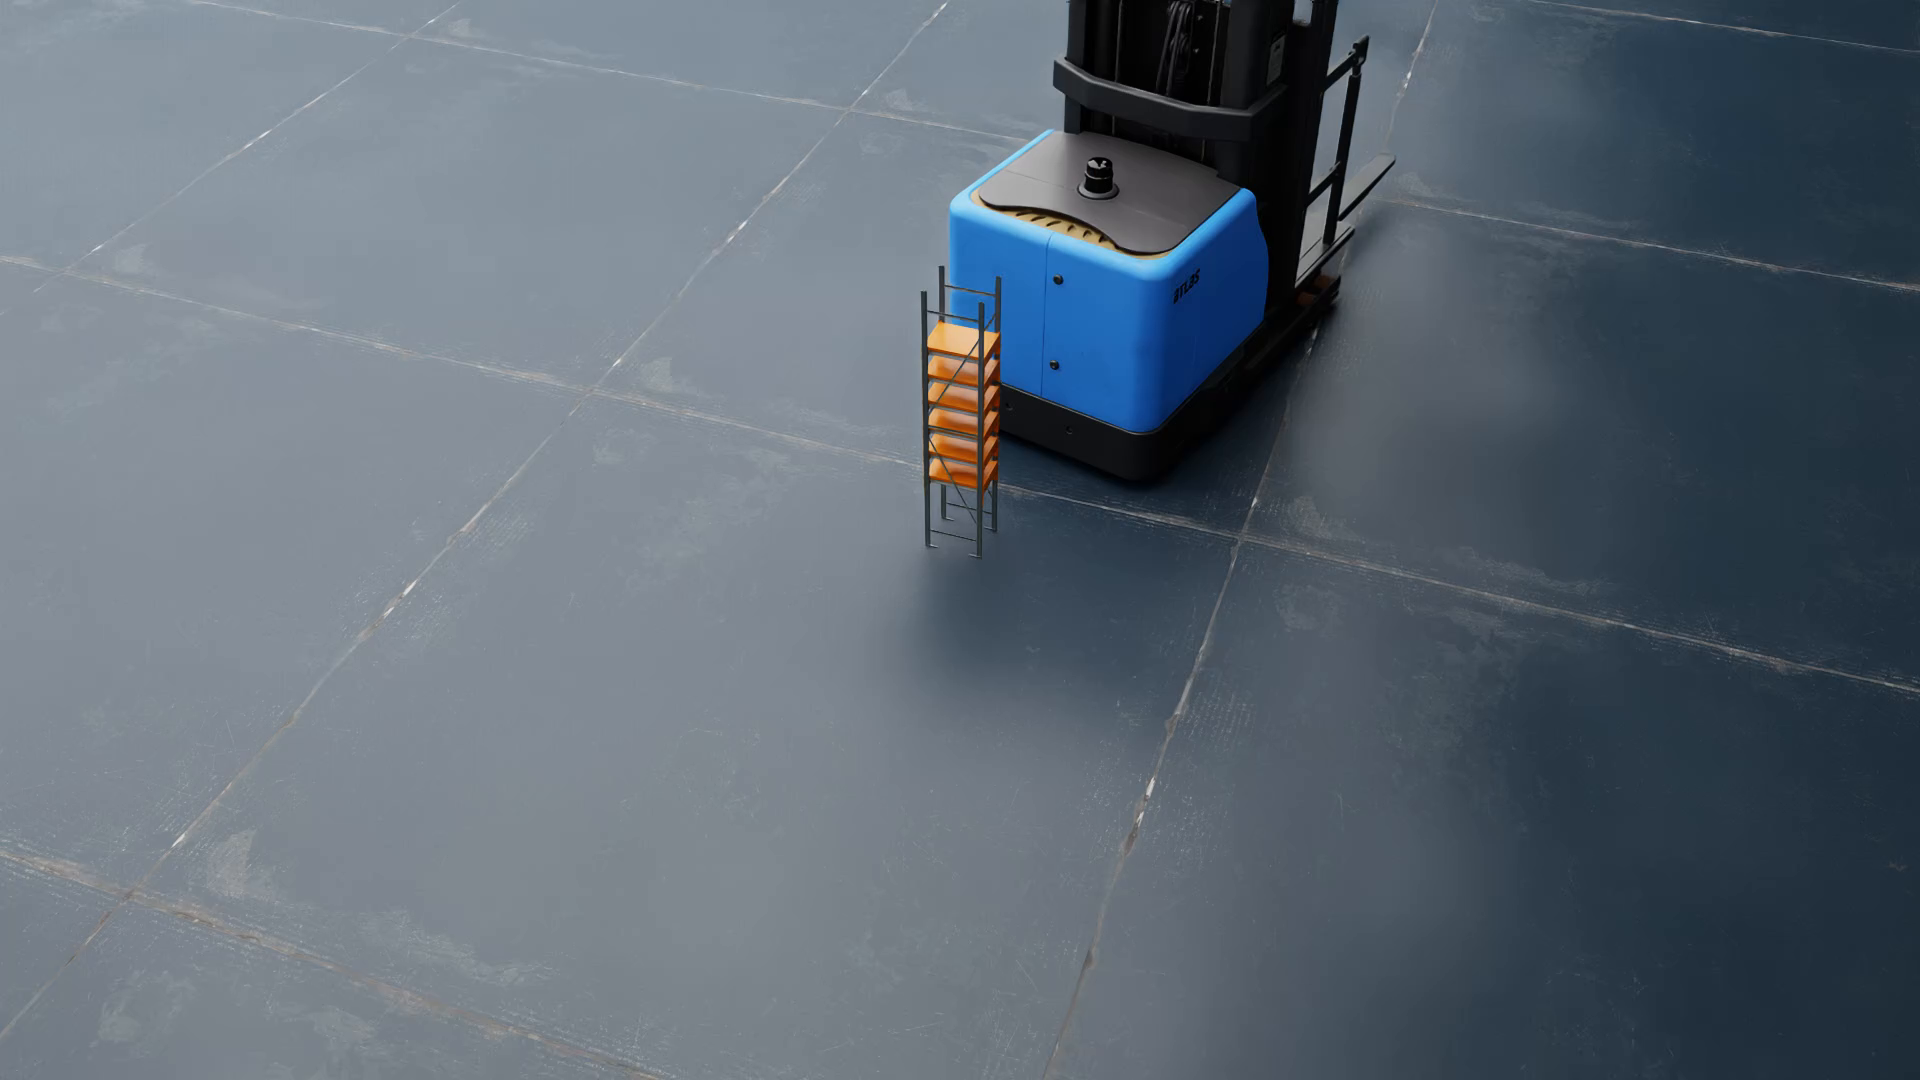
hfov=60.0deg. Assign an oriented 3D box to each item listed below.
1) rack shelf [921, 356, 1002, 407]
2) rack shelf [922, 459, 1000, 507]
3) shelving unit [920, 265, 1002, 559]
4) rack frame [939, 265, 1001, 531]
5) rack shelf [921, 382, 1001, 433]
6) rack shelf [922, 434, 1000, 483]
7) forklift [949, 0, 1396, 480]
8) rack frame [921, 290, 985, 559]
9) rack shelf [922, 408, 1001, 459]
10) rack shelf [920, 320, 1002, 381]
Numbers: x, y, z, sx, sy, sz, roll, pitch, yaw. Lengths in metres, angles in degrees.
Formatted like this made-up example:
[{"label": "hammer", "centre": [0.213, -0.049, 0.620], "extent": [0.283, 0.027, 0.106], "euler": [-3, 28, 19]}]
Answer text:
[{"label": "rack shelf", "centre": [0.005, -0.614, 6.244], "extent": [0.258, 0.103, 0.180], "euler": [13, 42, 15]}, {"label": "rack shelf", "centre": [0.005, -0.249, 6.556], "extent": [0.258, 0.103, 0.180], "euler": [13, 42, 15]}, {"label": "shelving unit", "centre": [0.005, -0.465, 6.371], "extent": [0.258, 1.200, 0.189], "euler": [13, 42, 15]}, {"label": "rack frame", "centre": [0.036, -0.521, 6.436], "extent": [0.240, 1.200, 0.006], "euler": [13, 42, 15]}, {"label": "rack shelf", "centre": [0.005, -0.523, 6.322], "extent": [0.258, 0.103, 0.180], "euler": [13, 42, 15]}, {"label": "rack shelf", "centre": [0.005, -0.340, 6.478], "extent": [0.258, 0.103, 0.180], "euler": [13, 42, 15]}, {"label": "forklift", "centre": [1.181, -2.285, 7.170], "extent": [1.130, 2.935, 3.031], "euler": [24, 46, 25]}, {"label": "rack frame", "centre": [-0.026, -0.409, 6.306], "extent": [0.240, 1.200, 0.006], "euler": [13, 42, 15]}, {"label": "rack shelf", "centre": [0.005, -0.431, 6.400], "extent": [0.258, 0.103, 0.180], "euler": [13, 42, 15]}, {"label": "rack shelf", "centre": [0.005, -0.705, 6.166], "extent": [0.258, 0.103, 0.180], "euler": [13, 42, 15]}]
